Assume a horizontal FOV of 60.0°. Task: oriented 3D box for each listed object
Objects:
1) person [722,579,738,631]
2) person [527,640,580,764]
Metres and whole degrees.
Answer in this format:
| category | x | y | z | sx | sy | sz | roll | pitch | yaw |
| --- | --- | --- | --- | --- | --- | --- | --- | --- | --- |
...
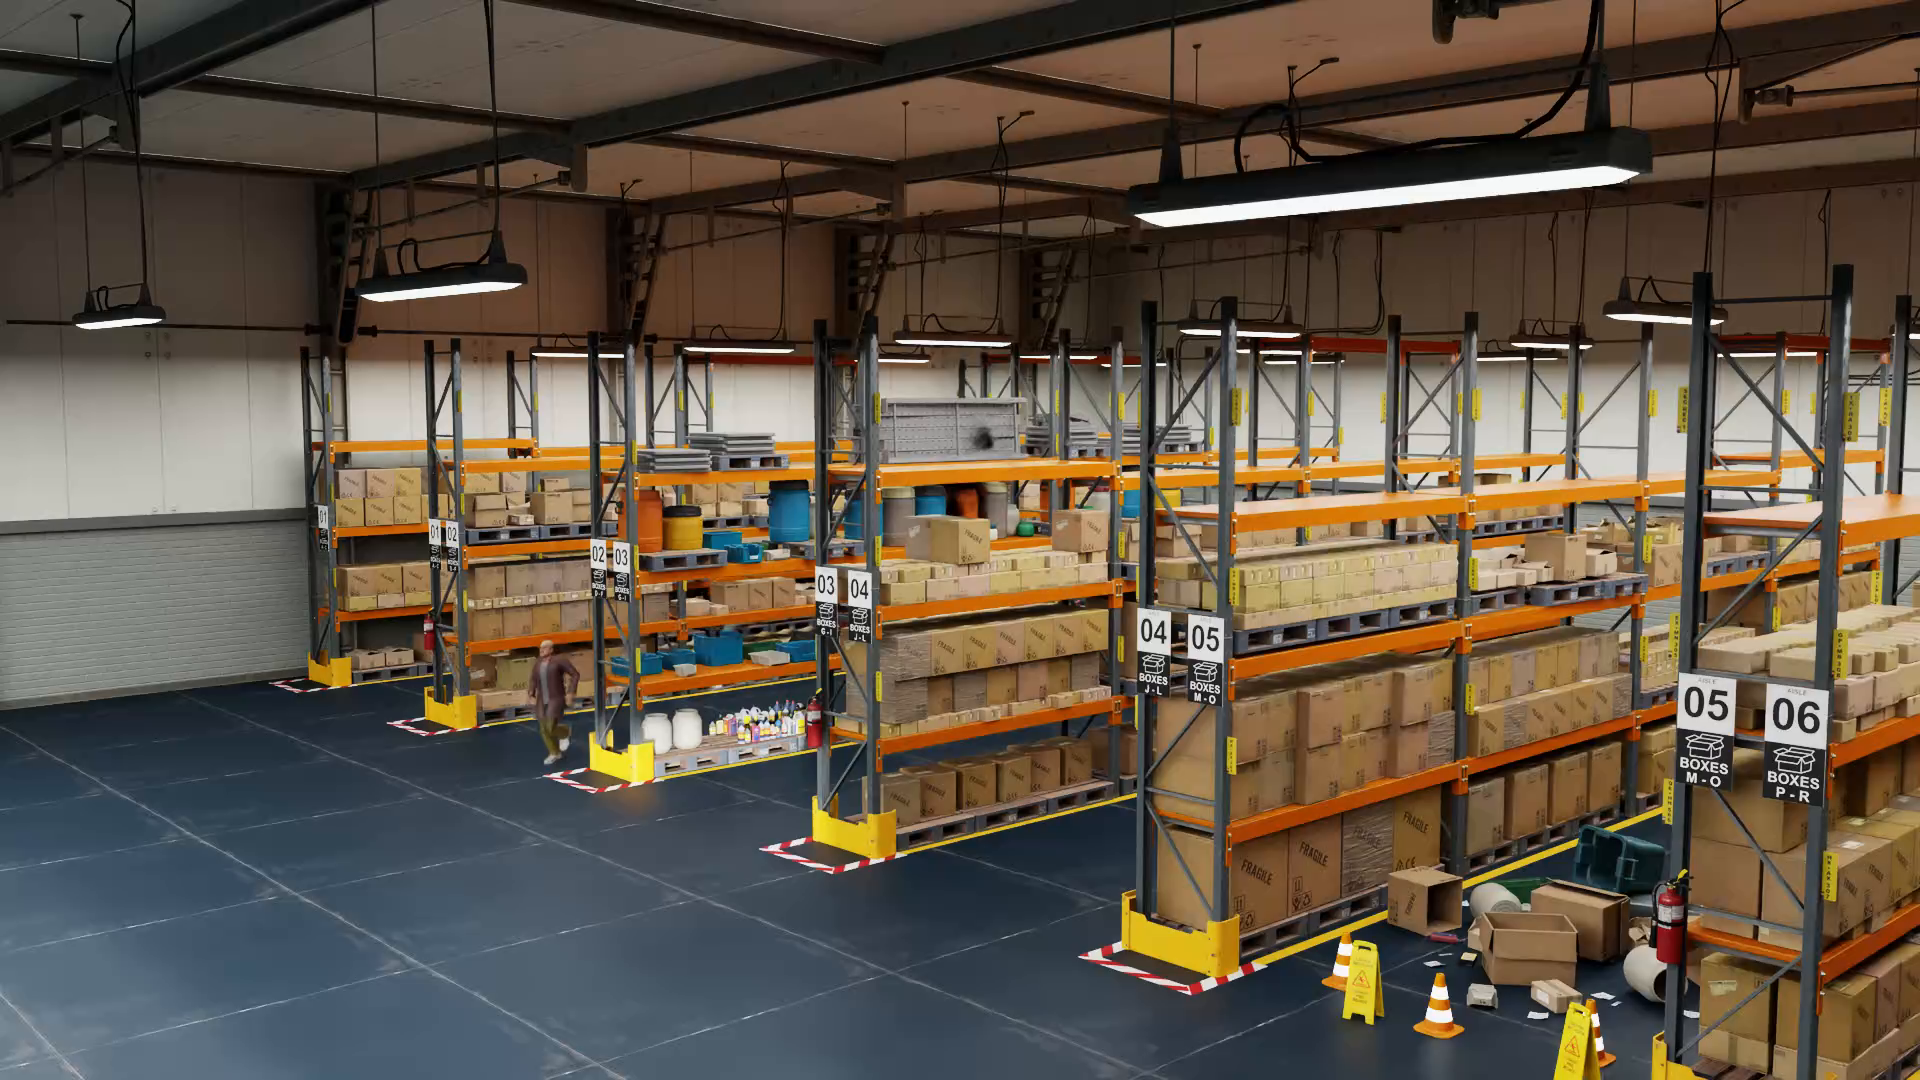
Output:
| category | x | y | z | sx | sy | sz | roll | pitch | yaw |
| --- | --- | --- | --- | --- | --- | --- | --- | --- | --- |
| person | -4.401 | 1.562 | 31.540 | 0.553 | 1.628 | 0.564 | 4 | 6 | 39 |
| person | -5.713 | 2.262 | 23.258 | 0.739 | 1.738 | 0.704 | 2 | 5 | 22 |
